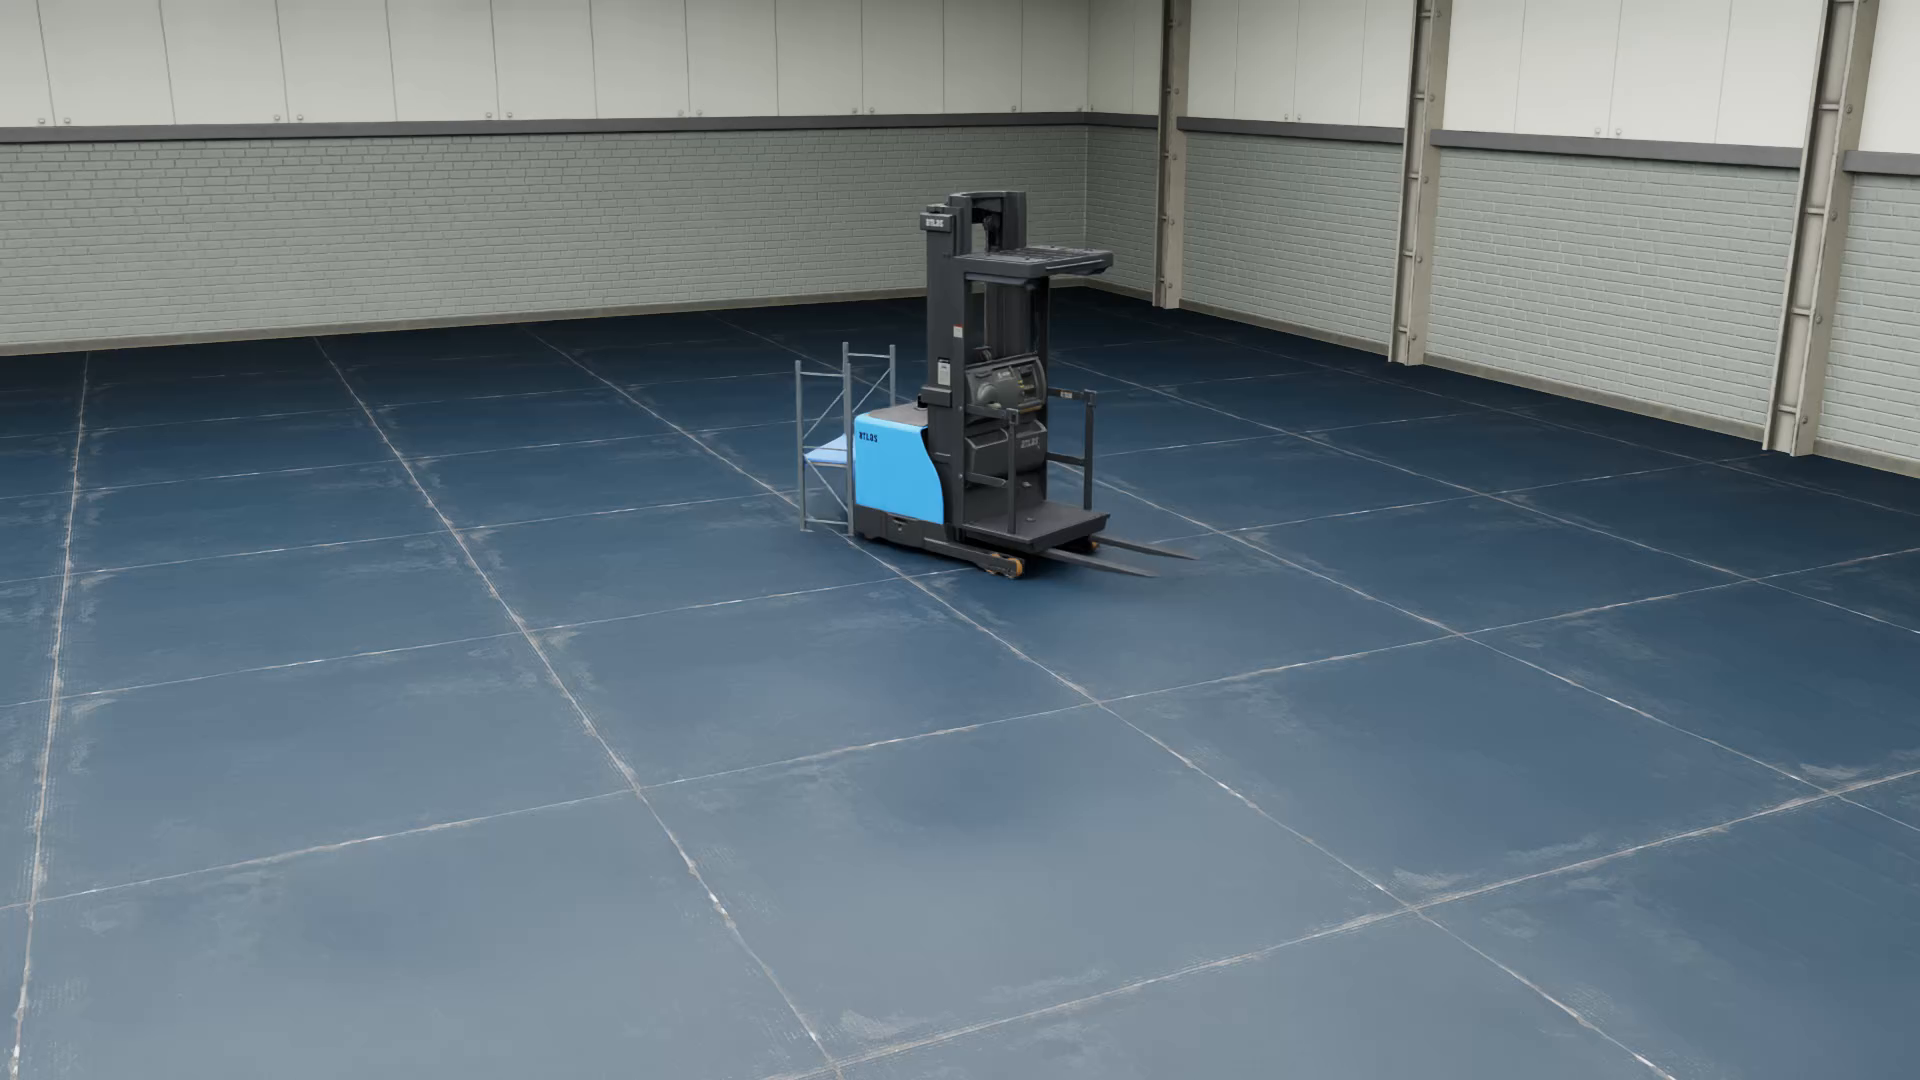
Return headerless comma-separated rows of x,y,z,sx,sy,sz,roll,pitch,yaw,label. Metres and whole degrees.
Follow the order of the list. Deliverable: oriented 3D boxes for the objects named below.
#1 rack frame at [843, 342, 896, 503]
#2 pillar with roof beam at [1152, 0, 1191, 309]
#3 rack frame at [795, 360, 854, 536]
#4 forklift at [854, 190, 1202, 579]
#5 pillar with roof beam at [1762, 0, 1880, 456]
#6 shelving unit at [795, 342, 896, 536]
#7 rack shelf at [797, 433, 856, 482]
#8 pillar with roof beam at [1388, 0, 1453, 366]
-0.821,-1.044,15.171,0.500,1.500,0.032,6,17,19,rack frame
-0.411,-7.715,24.821,9.100,9.000,0.400,-8,18,-25,pillar with roof beam
-1.157,-0.780,14.249,0.500,1.500,0.032,6,17,19,rack frame
0.534,-1.263,13.337,3.031,2.935,1.130,14,21,39,forklift
4.847,-4.739,14.452,9.100,9.000,0.400,-8,18,-25,pillar with roof beam
-0.989,-0.912,14.710,0.538,1.500,1.048,6,17,19,shelving unit
-0.989,-0.739,14.760,0.538,0.185,1.000,6,17,19,rack shelf
2.218,-6.227,19.636,9.100,9.000,0.400,-8,18,-25,pillar with roof beam
